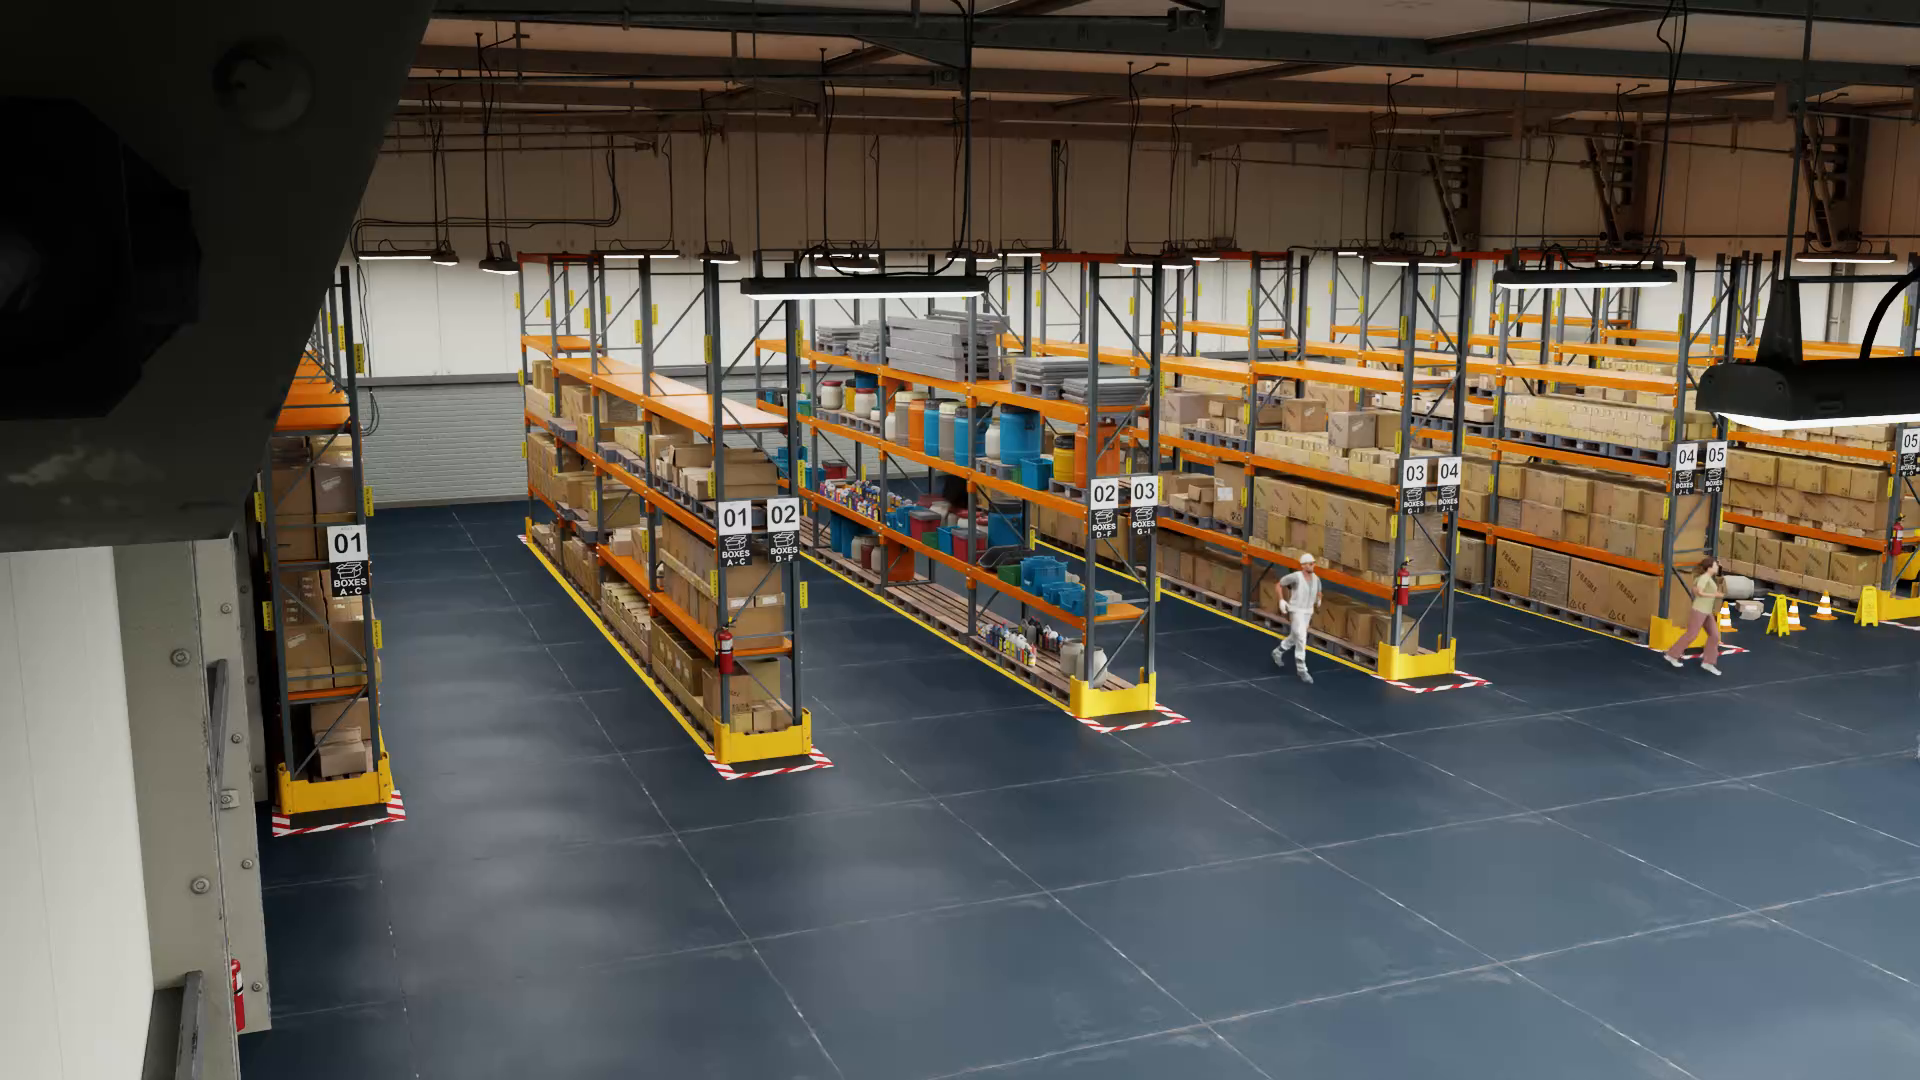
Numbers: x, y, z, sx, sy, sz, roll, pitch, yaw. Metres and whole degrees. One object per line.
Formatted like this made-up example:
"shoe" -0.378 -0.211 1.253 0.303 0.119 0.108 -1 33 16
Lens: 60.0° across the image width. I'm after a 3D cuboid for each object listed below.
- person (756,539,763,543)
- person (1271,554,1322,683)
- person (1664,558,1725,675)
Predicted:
"person" -3.731 0.021 29.711 0.667 1.695 0.970 -6 12 -31
"person" 4.948 1.082 24.204 0.700 1.802 0.963 -6 12 -30
"person" 10.924 1.085 24.515 0.817 1.674 0.590 8 13 38
